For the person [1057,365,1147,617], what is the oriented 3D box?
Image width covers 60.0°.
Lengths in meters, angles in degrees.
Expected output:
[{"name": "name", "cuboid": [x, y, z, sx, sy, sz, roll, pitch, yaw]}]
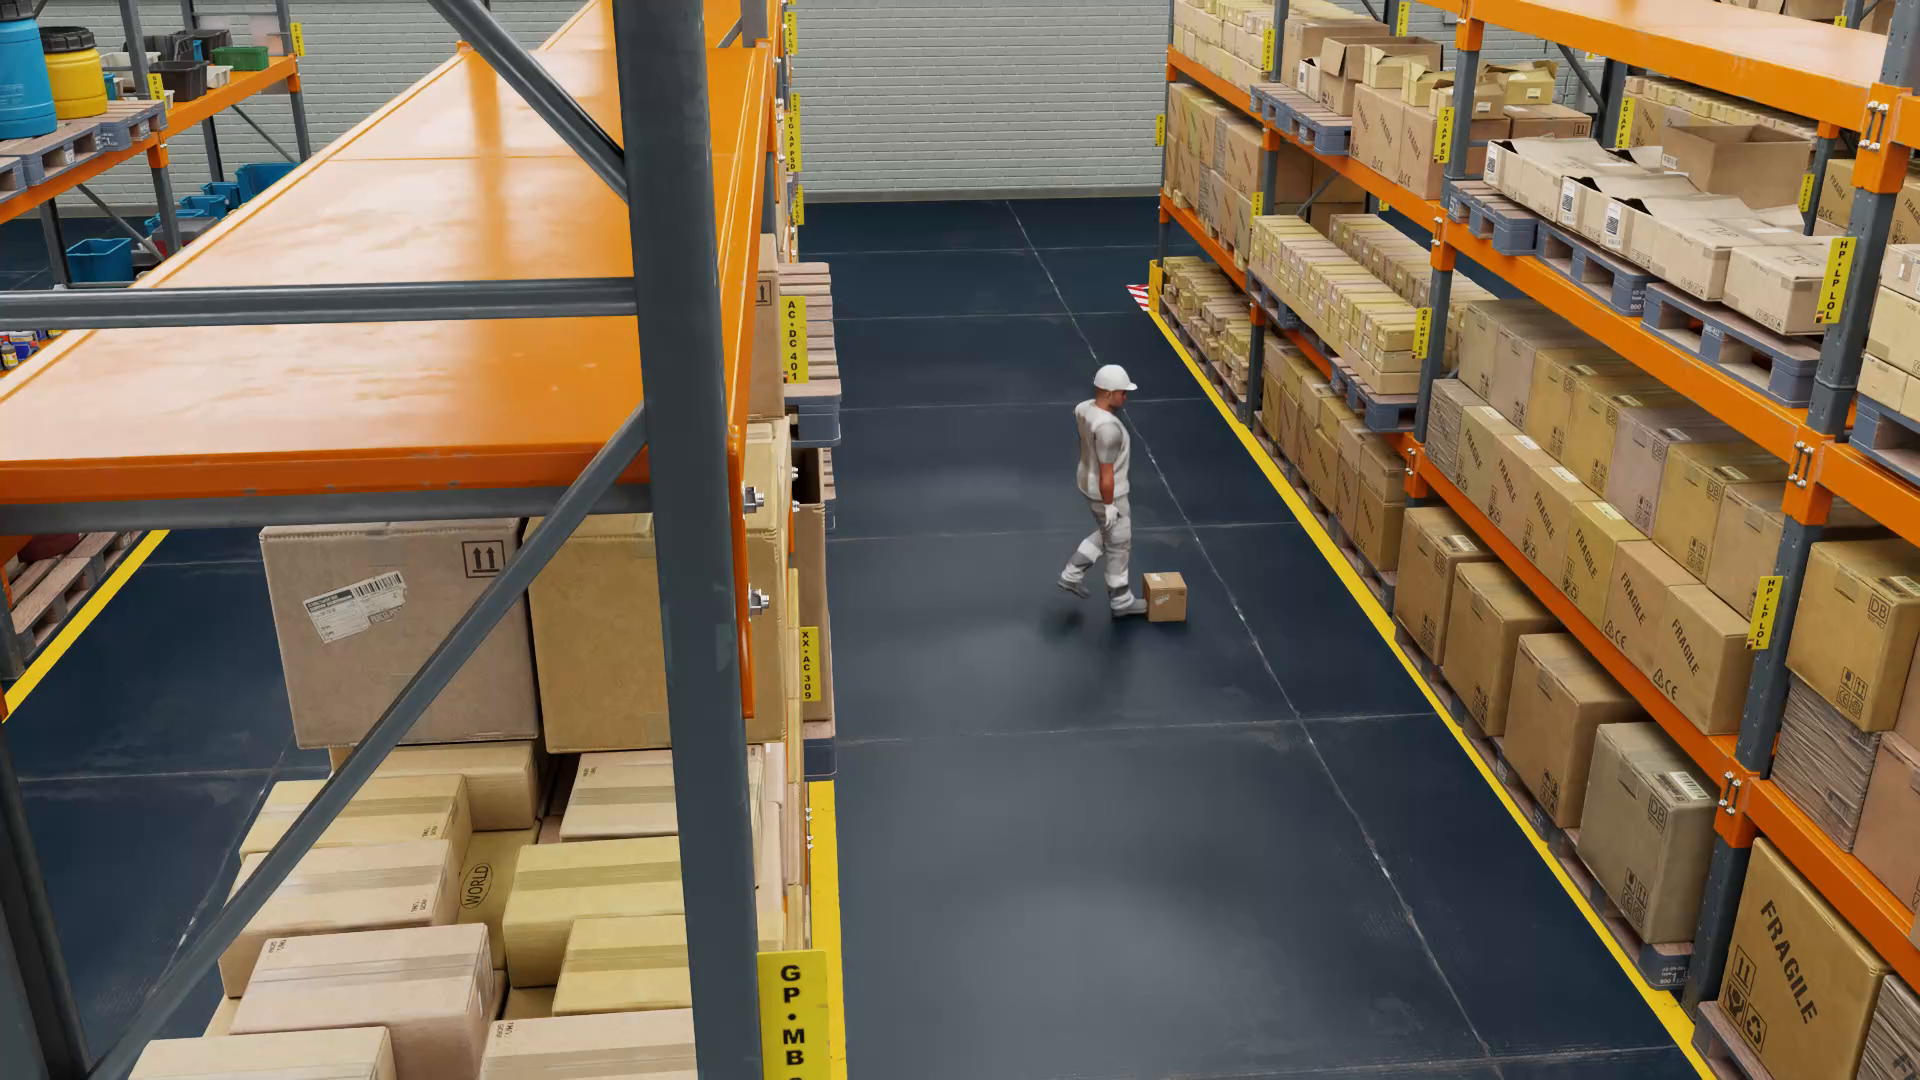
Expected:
[{"name": "person", "cuboid": [1.002, -0.317, 10.994, 0.646, 1.782, 0.584, -6, 24, -14]}]
